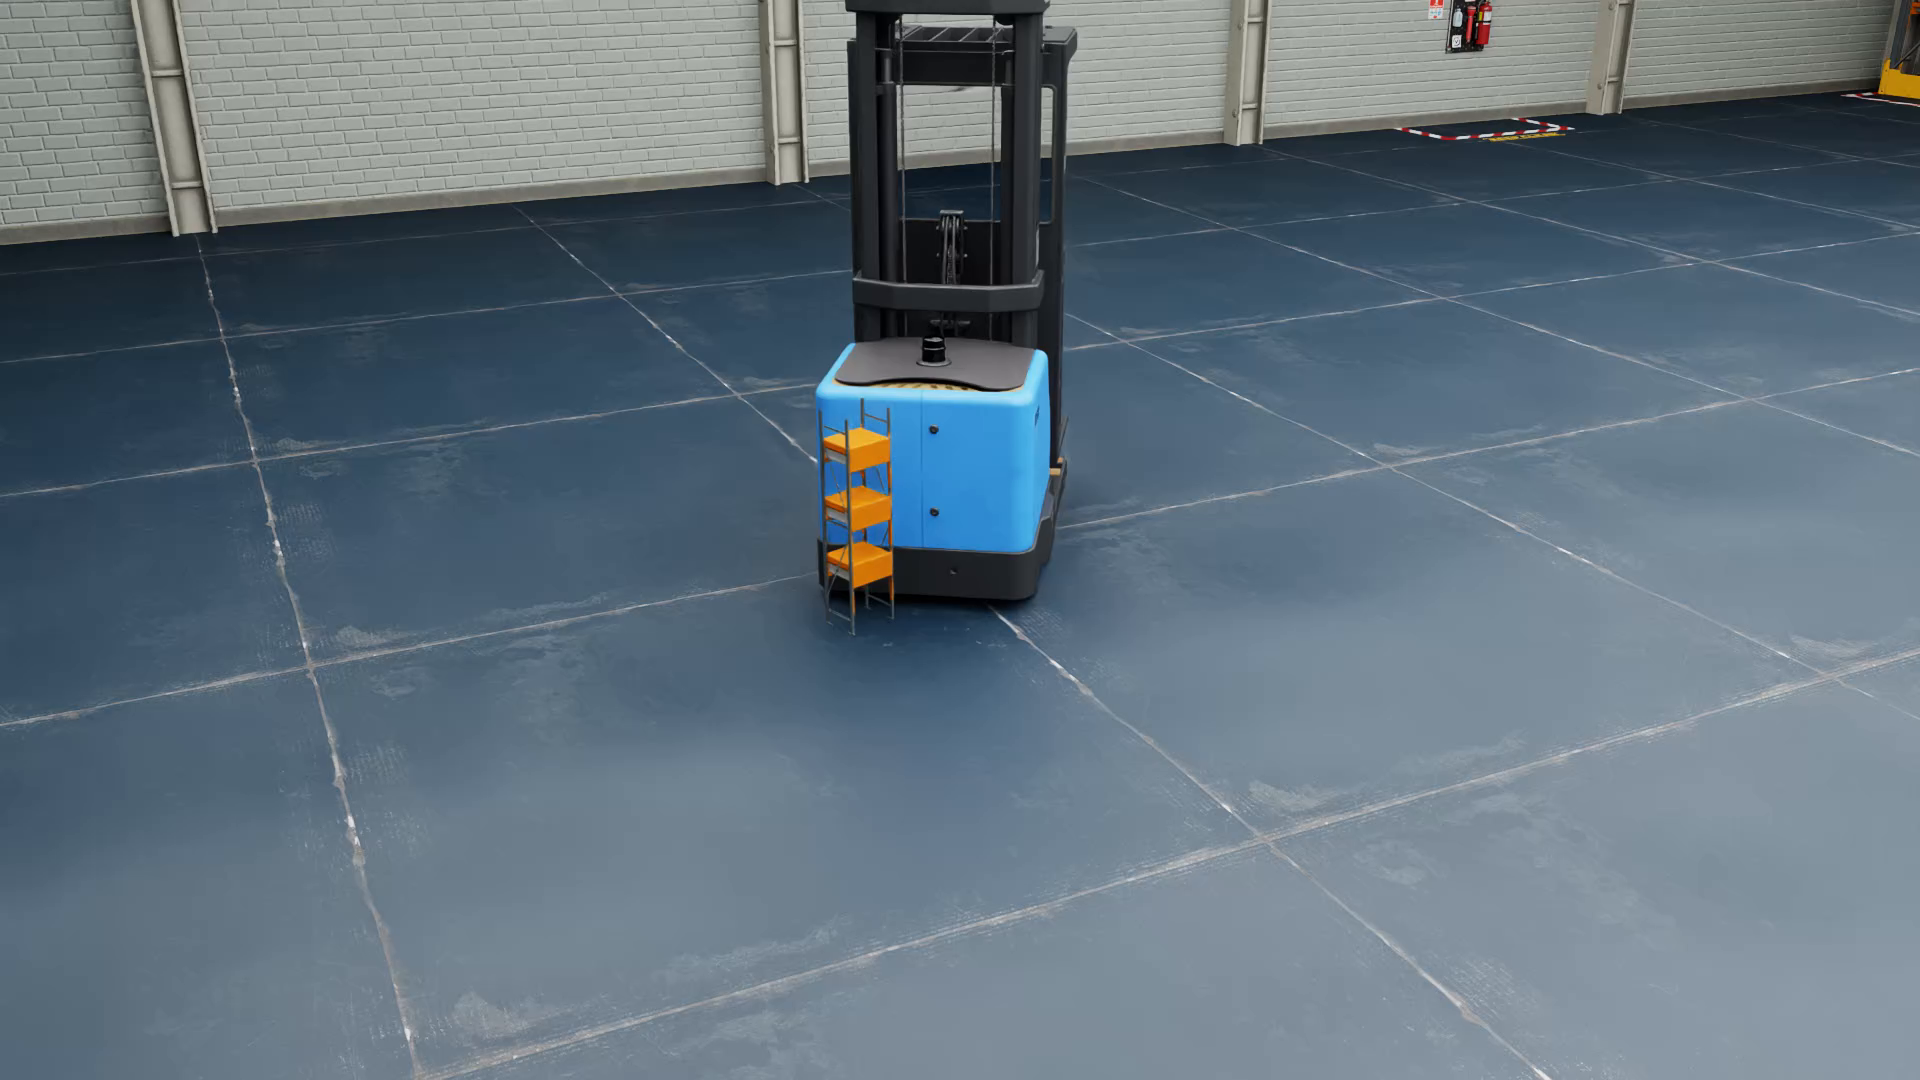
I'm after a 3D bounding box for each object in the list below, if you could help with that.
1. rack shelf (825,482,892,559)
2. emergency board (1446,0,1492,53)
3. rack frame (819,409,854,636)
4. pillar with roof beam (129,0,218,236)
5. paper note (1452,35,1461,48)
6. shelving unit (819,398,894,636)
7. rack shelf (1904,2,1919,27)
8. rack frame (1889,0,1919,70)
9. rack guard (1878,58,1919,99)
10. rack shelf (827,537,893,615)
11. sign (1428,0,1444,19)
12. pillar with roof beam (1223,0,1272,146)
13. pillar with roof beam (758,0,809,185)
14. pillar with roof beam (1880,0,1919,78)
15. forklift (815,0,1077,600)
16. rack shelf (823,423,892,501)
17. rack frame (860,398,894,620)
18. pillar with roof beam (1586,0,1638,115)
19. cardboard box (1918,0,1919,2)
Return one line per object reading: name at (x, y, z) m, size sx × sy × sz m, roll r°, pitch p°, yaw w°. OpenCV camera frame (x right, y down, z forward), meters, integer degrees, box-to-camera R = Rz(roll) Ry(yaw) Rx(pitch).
rack shelf at (-0.470, -0.092, 7.628) m, size 0.240 × 0.259 × 0.215 m, roll -20°, pitch 30°, yaw -39°
emergency board at (6.675, -6.920, 21.545) m, size 0.643 × 1.169 × 0.194 m, roll -10°, pitch 25°, yaw -24°
rack frame at (-0.559, -0.070, 7.546) m, size 0.008 × 1.050 × 0.200 m, roll -20°, pitch 30°, yaw -39°
pillar with roof beam at (-5.434, -5.619, 10.559) m, size 0.400 × 9.000 × 9.100 m, roll -10°, pitch 25°, yaw -24°
paper note at (6.485, -6.507, 21.700) m, size 0.142 × 0.148 × 0.016 m, roll -10°, pitch 25°, yaw -24°
shelving unit at (-0.470, -0.102, 7.624) m, size 0.252 × 1.050 × 0.215 m, roll -20°, pitch 30°, yaw -39°
rack shelf at (15.871, -7.897, 24.846) m, size 4.000 × 0.370 × 1.077 m, roll -10°, pitch 25°, yaw -24°
rack frame at (14.069, -7.898, 23.907) m, size 0.127 × 3.000 × 1.000 m, roll -10°, pitch 25°, yaw -24°
rack guard at (14.137, -6.755, 24.416) m, size 0.348 × 0.500 × 1.175 m, roll -10°, pitch 25°, yaw -24°
rack shelf at (-0.470, 0.165, 7.734) m, size 0.240 × 0.259 × 0.215 m, roll -20°, pitch 30°, yaw -39°
sign at (6.132, -6.880, 21.402) m, size 0.234 × 0.329 × 0.001 m, roll -10°, pitch 25°, yaw -24°
pillar with roof beam at (5.379, -7.610, 15.368) m, size 0.400 × 9.000 × 9.100 m, roll -10°, pitch 25°, yaw -24°
pillar with roof beam at (-0.028, -6.614, 12.963) m, size 0.400 × 9.000 × 9.100 m, roll -10°, pitch 25°, yaw -24°
pillar with roof beam at (16.191, -9.600, 20.176) m, size 0.400 × 9.000 × 9.100 m, roll -10°, pitch 25°, yaw -24°
forklift at (0.021, -1.599, 8.779) m, size 1.130 × 2.935 × 3.031 m, roll 3°, pitch 23°, yaw 7°
rack shelf at (-0.470, -0.354, 7.519) m, size 0.240 × 0.259 × 0.215 m, roll -20°, pitch 30°, yaw -39°
rack frame at (-0.382, -0.134, 7.701) m, size 0.008 × 1.050 × 0.200 m, roll -20°, pitch 30°, yaw -39°
pillar with roof beam at (10.785, -8.605, 17.772) m, size 0.400 × 9.000 × 9.100 m, roll -10°, pitch 25°, yaw -24°
cardboard box at (14.406, -7.982, 24.281) m, size 0.500 × 0.250 × 0.500 m, roll -10°, pitch 25°, yaw -23°
